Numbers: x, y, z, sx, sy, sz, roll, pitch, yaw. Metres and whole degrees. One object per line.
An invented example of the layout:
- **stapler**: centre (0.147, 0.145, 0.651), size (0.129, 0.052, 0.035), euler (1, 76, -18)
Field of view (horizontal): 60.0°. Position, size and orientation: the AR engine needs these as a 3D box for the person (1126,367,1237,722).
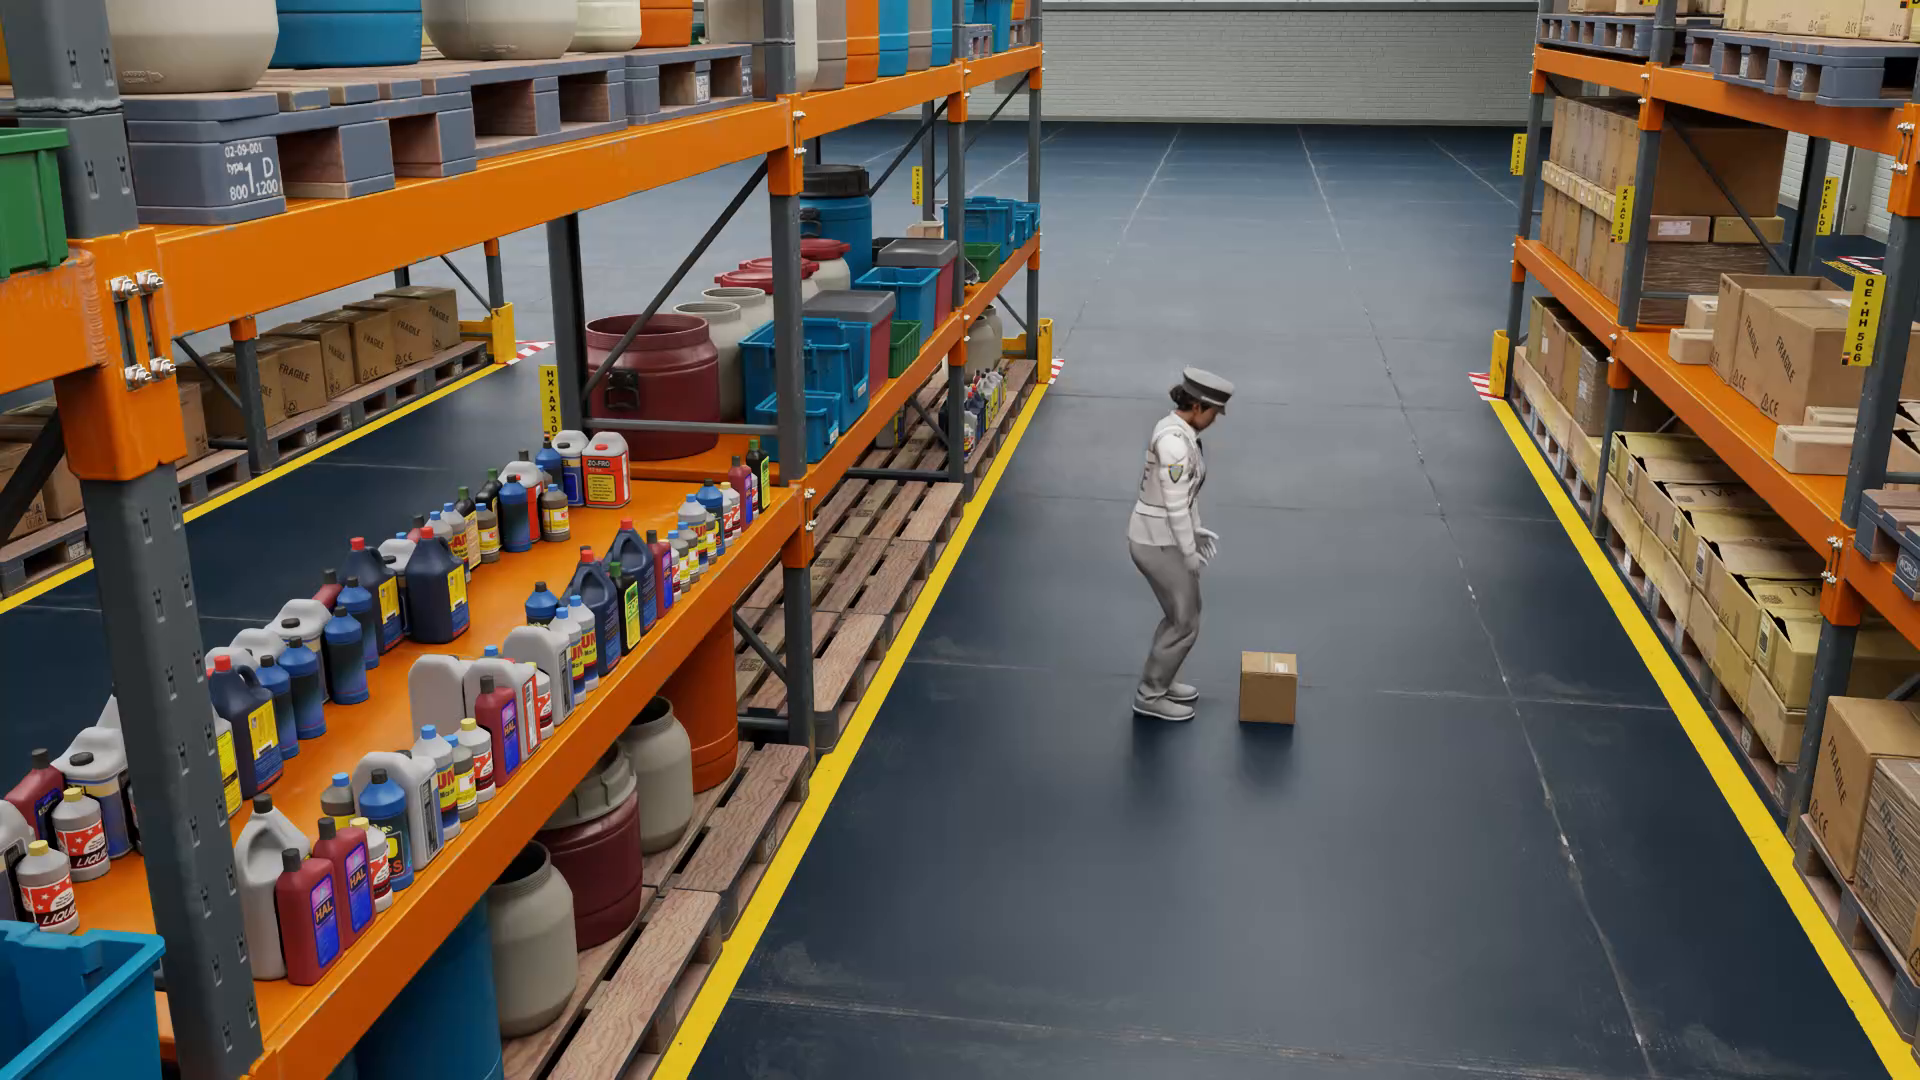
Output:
- **person**: centre (0.994, 0.012, 7.617), size (0.465, 1.616, 0.504), euler (3, 18, 10)
